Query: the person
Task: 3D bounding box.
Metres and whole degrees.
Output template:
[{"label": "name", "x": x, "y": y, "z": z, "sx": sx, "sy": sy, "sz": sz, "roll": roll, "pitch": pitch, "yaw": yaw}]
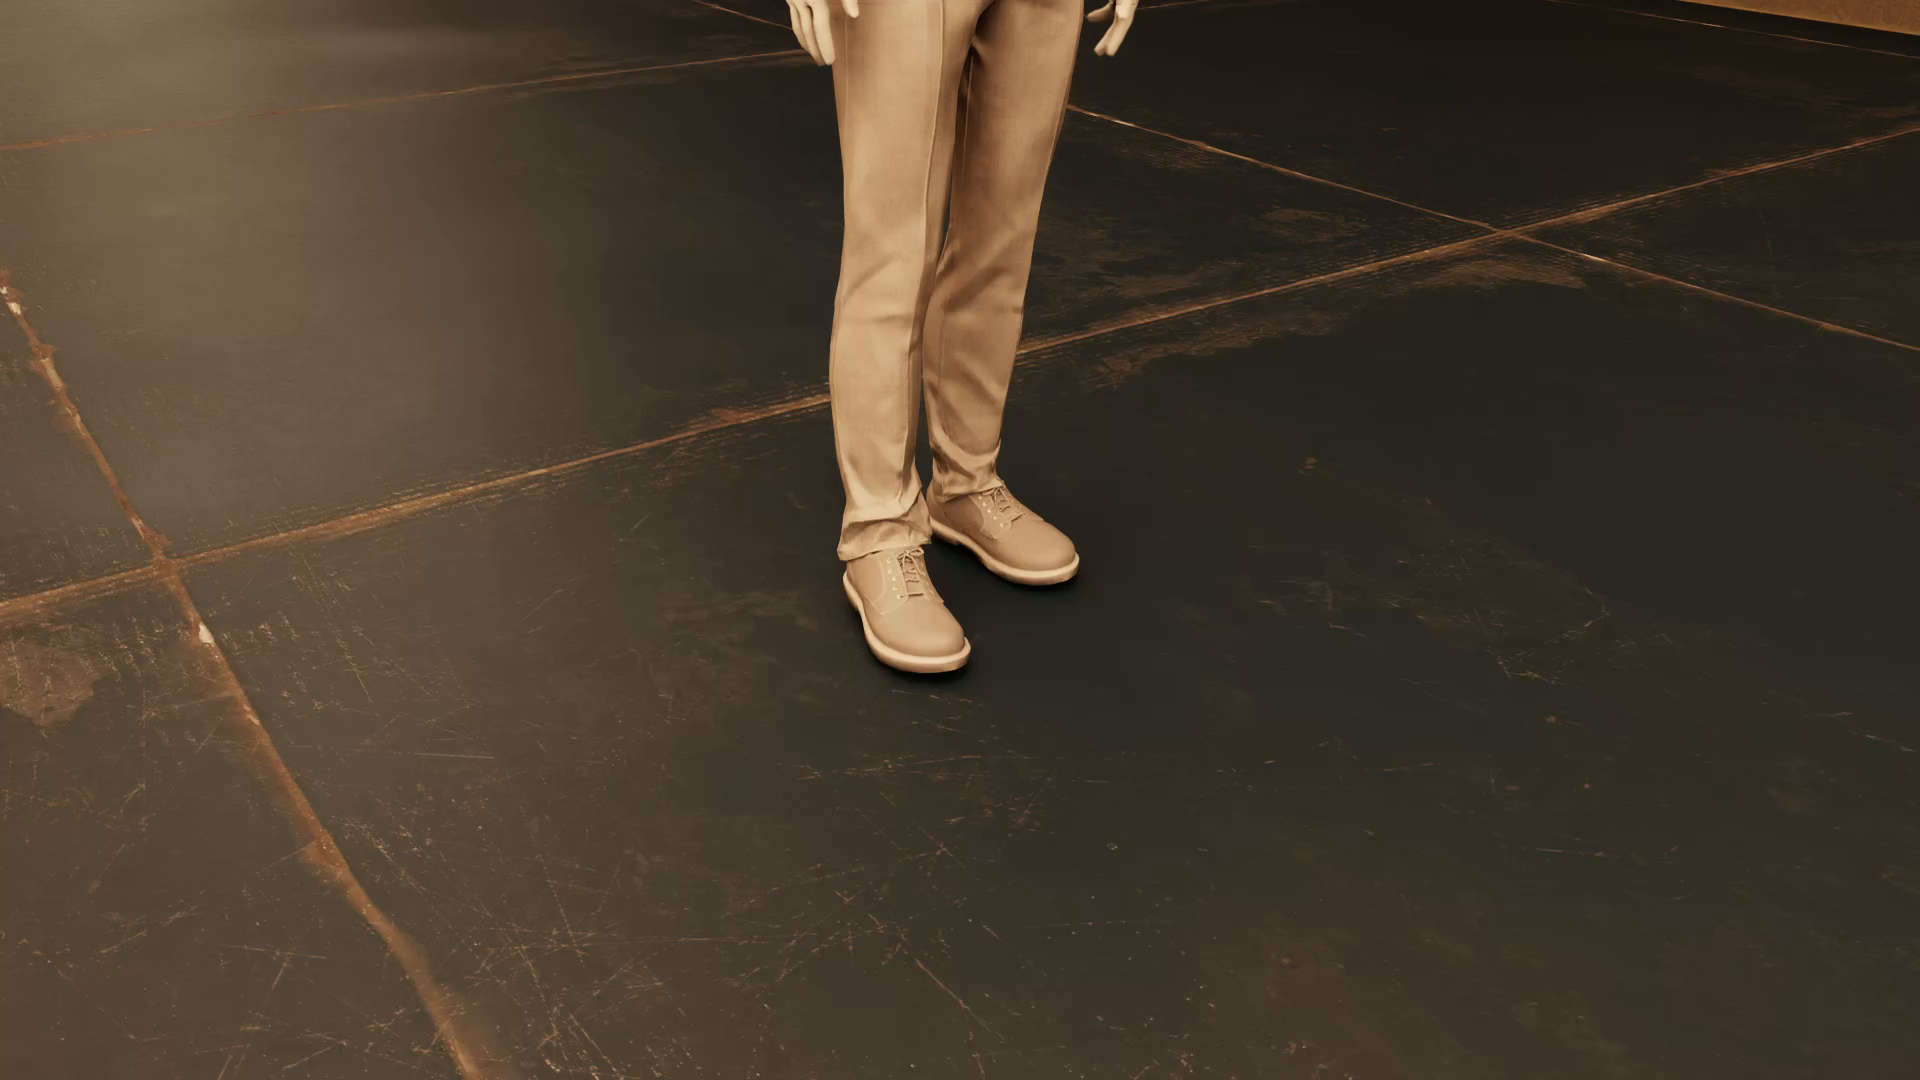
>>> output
[{"label": "person", "x": 0.033, "y": -0.738, "z": 2.064, "sx": 0.588, "sy": 1.696, "sz": 0.533, "roll": -17, "pitch": 31, "yaw": -31}]
